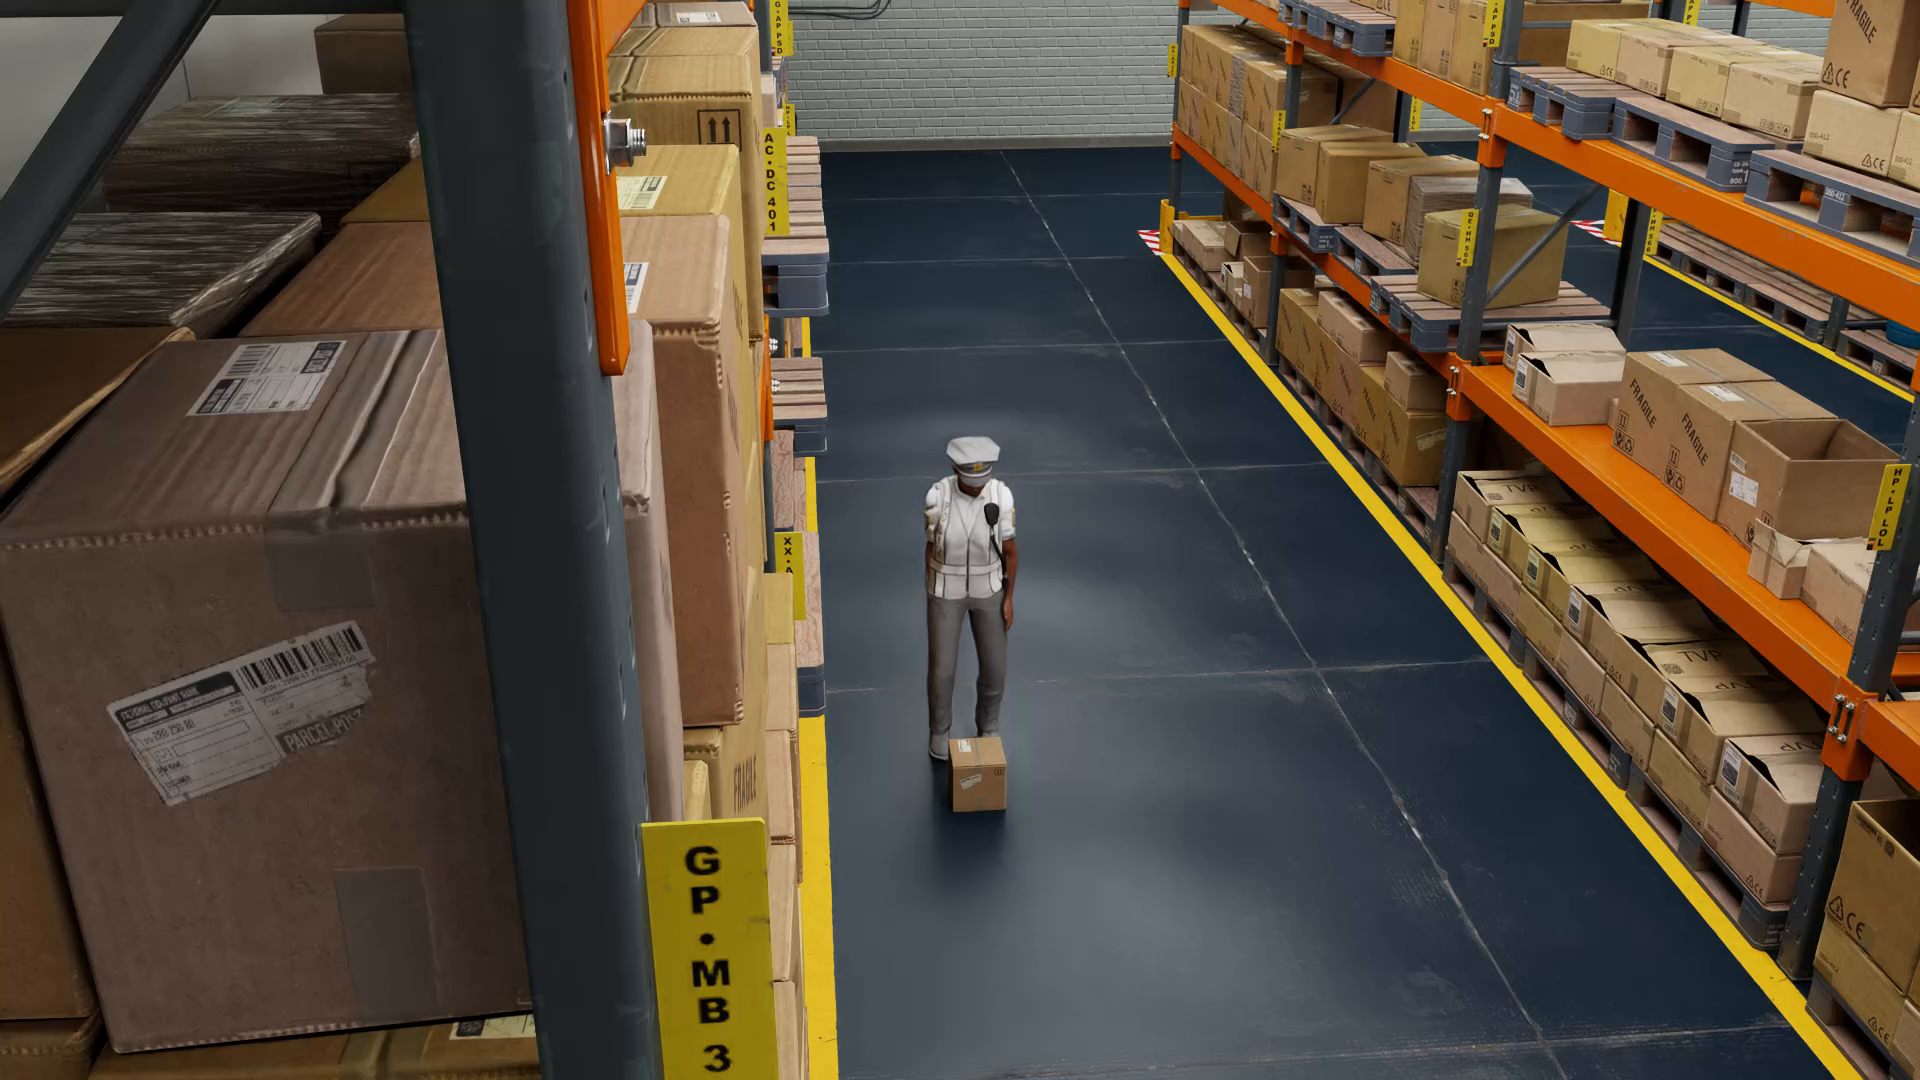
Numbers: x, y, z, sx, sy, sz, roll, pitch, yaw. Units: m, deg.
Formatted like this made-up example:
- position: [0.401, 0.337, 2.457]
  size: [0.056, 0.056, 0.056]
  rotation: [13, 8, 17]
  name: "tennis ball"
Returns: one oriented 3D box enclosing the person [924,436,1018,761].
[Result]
- position: [0.054, 0.282, 8.000]
  size: [0.446, 1.644, 0.379]
  rotation: [-2, 24, -4]
  name: "person"
